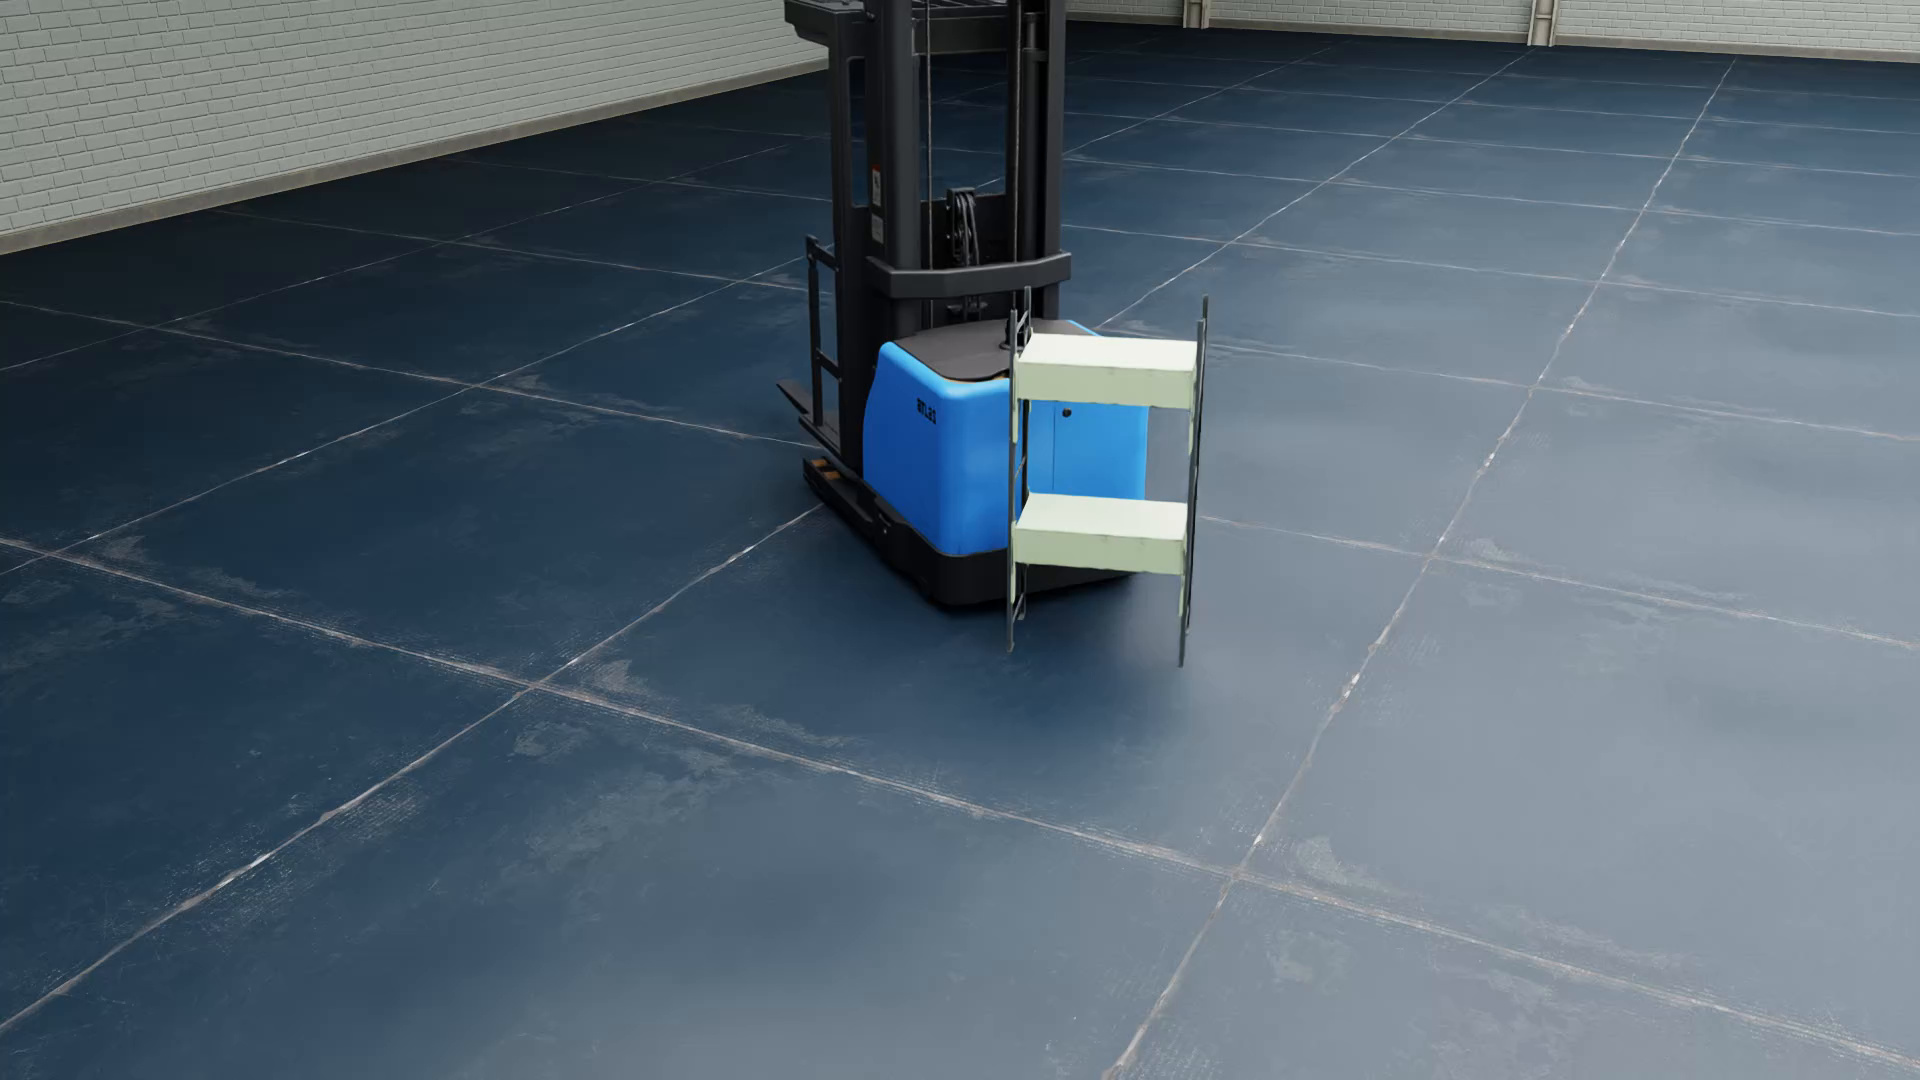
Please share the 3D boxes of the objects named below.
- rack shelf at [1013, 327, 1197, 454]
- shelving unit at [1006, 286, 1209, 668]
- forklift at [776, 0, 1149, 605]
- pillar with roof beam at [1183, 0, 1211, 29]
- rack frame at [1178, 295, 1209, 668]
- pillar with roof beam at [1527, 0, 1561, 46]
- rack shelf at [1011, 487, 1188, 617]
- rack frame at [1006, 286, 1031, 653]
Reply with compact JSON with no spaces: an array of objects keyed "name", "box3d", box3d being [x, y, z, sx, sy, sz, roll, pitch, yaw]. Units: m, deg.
[{"name":"rack shelf","box3d":[0.606,-0.616,6.785,0.720,0.370,0.431,4,23,10]},{"name":"shelving unit","box3d":[0.606,-0.257,6.938,0.755,1.500,0.431,4,23,10]},{"name":"forklift","box3d":[-0.185,-1.604,8.275,1.130,2.935,3.031,-10,25,-21]},{"name":"pillar with roof beam","box3d":[2.315,-11.891,24.713,0.400,9.000,9.100,11,25,25]},{"name":"rack frame","box3d":[0.965,-0.230,6.875,0.023,1.500,0.400,4,23,10]},{"name":"pillar with roof beam","box3d":[7.670,-10.832,22.222,0.400,9.000,9.100,11,25,25]},{"name":"rack shelf","box3d":[0.606,0.043,7.065,0.720,0.370,0.431,4,23,10]},{"name":"rack frame","box3d":[0.246,-0.284,7.000,0.023,1.500,0.400,4,23,10]}]
